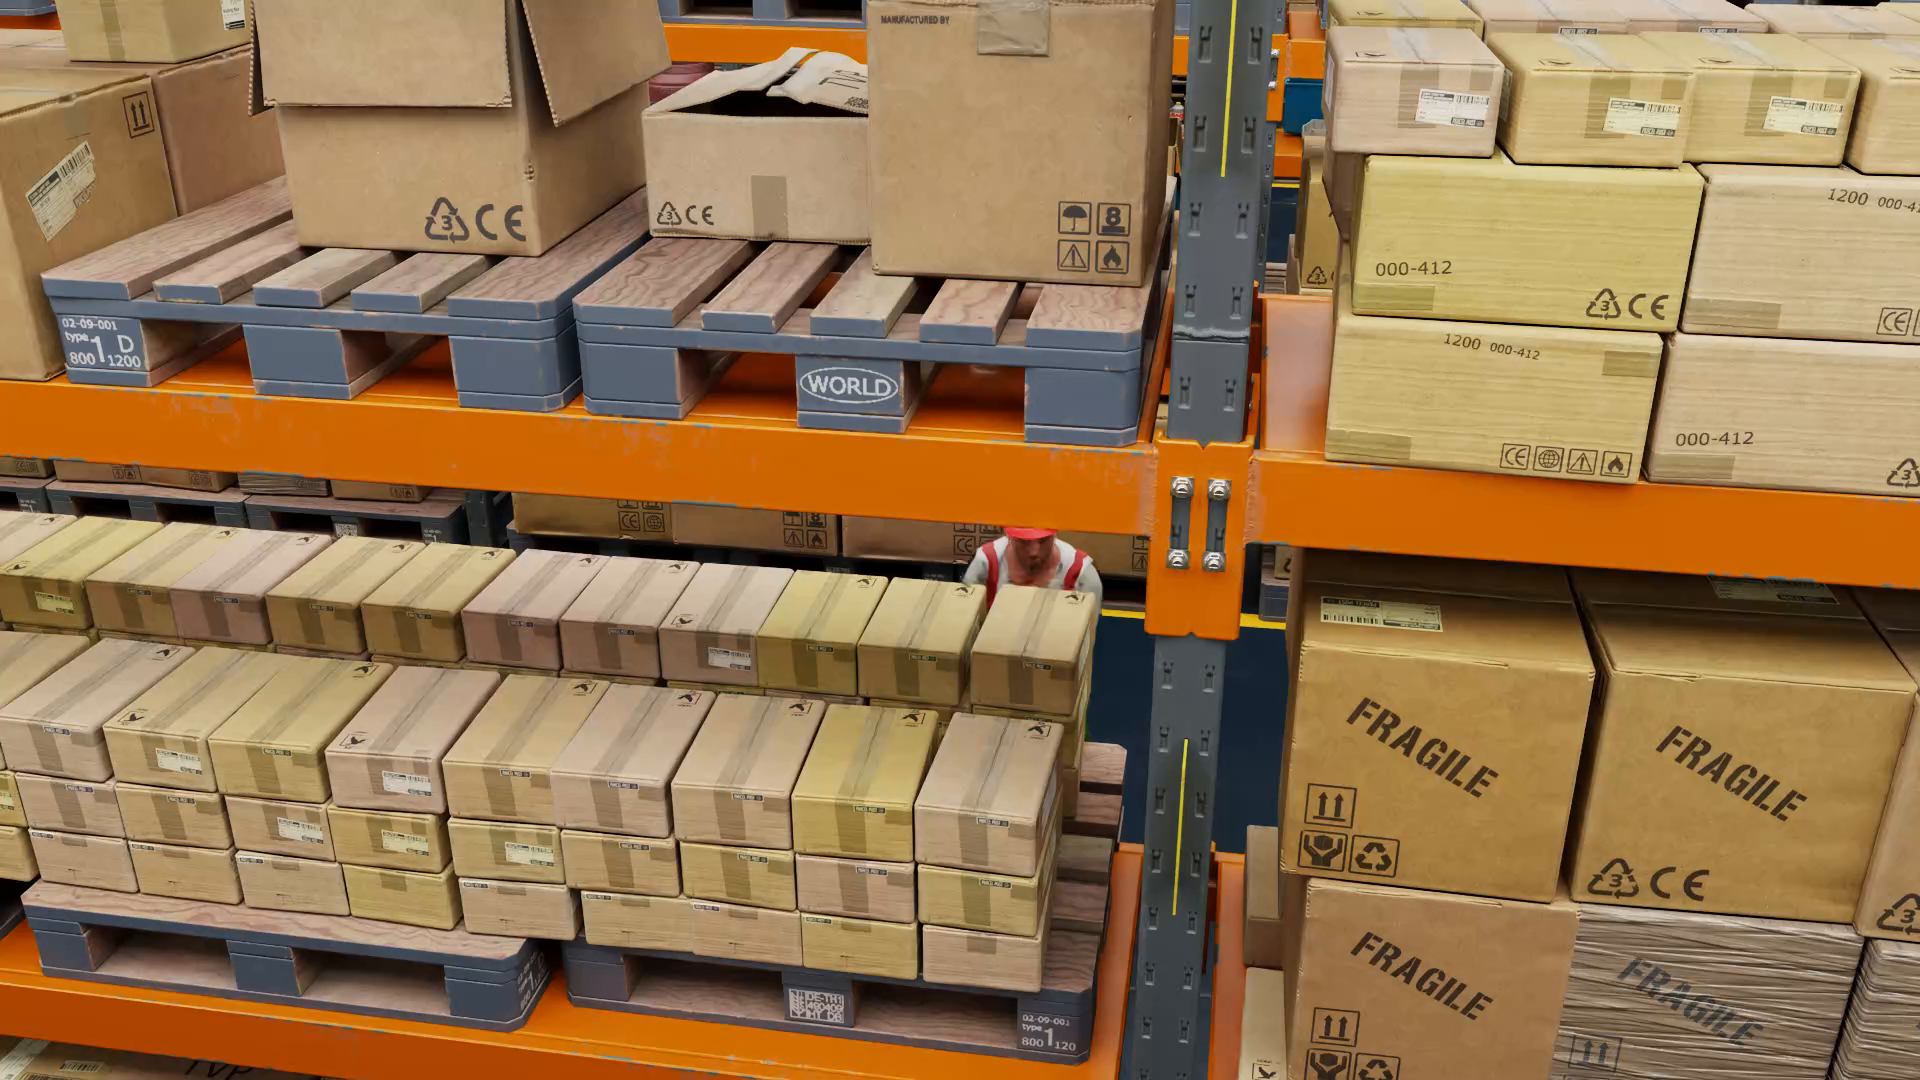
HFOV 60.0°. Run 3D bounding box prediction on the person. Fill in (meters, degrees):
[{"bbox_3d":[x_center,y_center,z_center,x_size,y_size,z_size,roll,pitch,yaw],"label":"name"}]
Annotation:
[{"bbox_3d":[0.243,0.576,5.872,0.485,1.747,0.594,4,25,8],"label":"person"}]
